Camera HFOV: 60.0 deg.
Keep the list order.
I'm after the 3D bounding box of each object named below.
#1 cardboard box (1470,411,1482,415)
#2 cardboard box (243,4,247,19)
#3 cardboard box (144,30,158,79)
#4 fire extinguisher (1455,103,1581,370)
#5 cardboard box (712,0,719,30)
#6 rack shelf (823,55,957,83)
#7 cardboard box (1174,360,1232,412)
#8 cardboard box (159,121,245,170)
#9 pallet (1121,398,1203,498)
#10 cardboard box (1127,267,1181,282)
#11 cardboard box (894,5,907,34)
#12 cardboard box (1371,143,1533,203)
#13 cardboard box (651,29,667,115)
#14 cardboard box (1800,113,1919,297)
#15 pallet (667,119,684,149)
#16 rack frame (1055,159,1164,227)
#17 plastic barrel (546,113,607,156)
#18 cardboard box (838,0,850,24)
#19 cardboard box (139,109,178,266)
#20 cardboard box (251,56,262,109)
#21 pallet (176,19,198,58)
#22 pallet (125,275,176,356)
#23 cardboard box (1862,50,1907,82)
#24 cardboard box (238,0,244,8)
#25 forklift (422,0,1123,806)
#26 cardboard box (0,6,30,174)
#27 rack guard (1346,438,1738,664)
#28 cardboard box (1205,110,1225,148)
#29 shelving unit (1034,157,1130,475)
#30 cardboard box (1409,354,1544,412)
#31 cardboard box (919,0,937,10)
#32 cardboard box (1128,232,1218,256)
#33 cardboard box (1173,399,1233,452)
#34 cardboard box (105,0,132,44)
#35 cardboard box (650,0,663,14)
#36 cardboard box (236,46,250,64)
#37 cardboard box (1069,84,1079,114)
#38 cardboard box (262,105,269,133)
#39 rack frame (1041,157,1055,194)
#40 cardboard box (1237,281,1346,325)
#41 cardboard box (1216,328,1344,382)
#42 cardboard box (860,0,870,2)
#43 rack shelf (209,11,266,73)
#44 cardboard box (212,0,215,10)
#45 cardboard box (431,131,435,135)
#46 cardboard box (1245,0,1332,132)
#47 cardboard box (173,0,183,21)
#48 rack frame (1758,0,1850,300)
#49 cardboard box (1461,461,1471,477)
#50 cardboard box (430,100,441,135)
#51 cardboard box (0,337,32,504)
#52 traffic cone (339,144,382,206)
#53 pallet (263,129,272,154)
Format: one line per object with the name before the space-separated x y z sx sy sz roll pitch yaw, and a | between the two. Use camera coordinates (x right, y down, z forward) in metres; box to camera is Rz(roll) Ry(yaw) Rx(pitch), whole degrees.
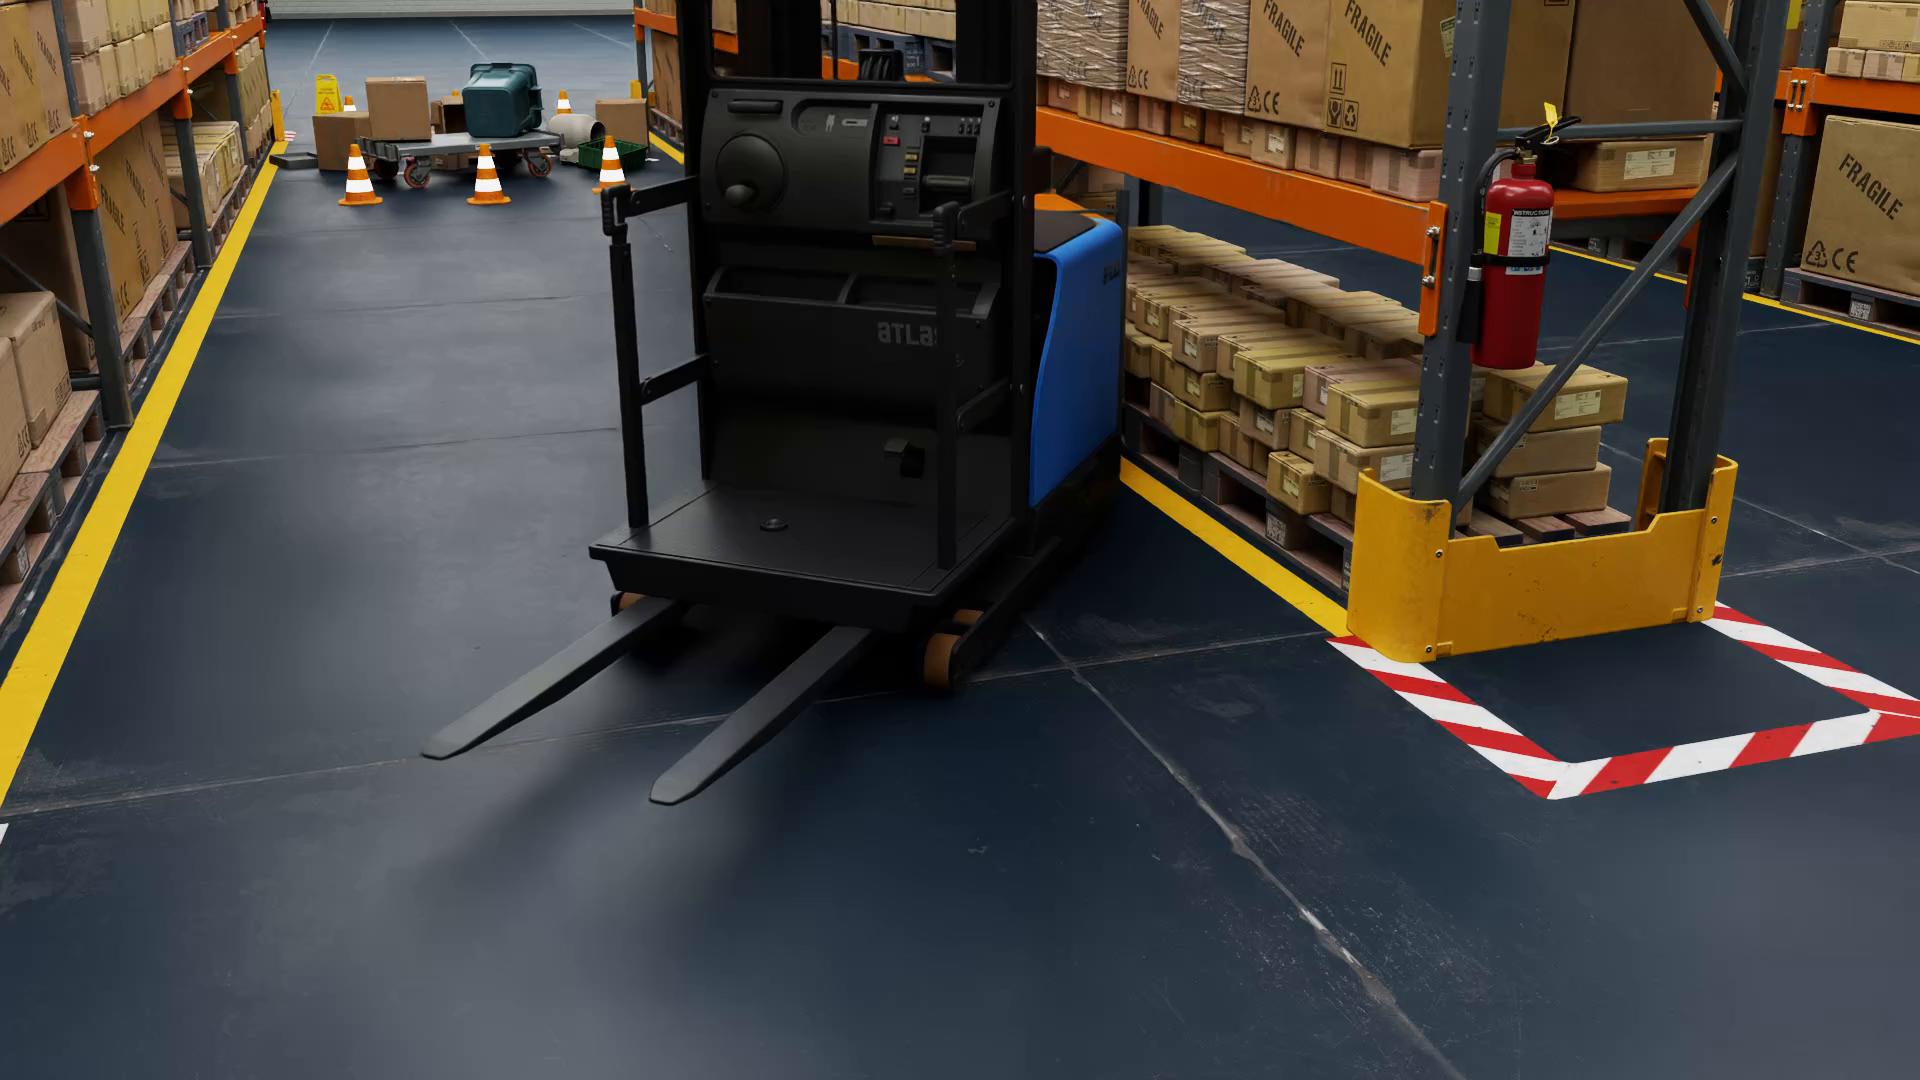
cardboard box | 1.860 -0.419 5.803 0.380 0.149 0.250 -6 21 -17
cardboard box | -7.094 -5.092 16.027 0.380 0.149 0.250 -7 21 -18
cardboard box | -4.645 -2.612 8.974 0.500 0.250 0.500 -7 21 -18
fire extinguisher | 1.454 -0.792 4.351 0.296 0.674 0.183 -6 21 -17
cardboard box | -1.889 -4.673 14.341 0.500 0.500 0.500 -6 21 -17
rack shelf | -0.073 -2.721 10.119 1.077 0.370 4.000 -6 21 -17
cardboard box | 1.036 -0.601 6.307 0.380 0.149 0.250 -6 21 -16
cardboard box | -6.459 -3.220 13.709 0.950 0.372 0.625 -6 21 -17
pallet | 1.188 -0.502 7.001 1.003 0.211 1.213 -6 21 -17
cardboard box | 0.730 -1.079 7.199 0.380 0.149 0.250 -6 21 -16
cardboard box | -0.169 -3.021 9.641 0.380 0.149 0.250 -5 20 -15
cardboard box | 1.442 -1.091 4.887 0.380 0.149 0.250 -6 21 -17
cardboard box | -2.940 -5.256 18.634 0.875 0.875 0.875 -6 21 -17
cardboard box | 5.428 -1.890 9.262 0.875 0.875 0.875 -6 21 -17
pallet | -2.511 -4.317 17.624 1.003 0.211 1.213 -6 21 -17
rack frame | 0.556 -2.418 8.211 1.000 3.000 0.127 -6 21 -17
plastic barrel | -3.771 -3.974 16.353 0.512 0.421 0.421 8 21 20
cardboard box | -0.583 -3.443 10.816 0.380 0.149 0.250 -5 20 -14
cardboard box | -5.231 -2.110 9.876 0.875 0.875 0.875 -7 21 -18
cardboard box | -7.065 -4.408 16.087 0.500 0.500 0.500 -7 21 -18
pallet | -5.694 -3.270 10.867 1.213 0.211 1.003 -6 21 -17
pallet | -4.813 -1.179 8.886 1.003 0.211 1.213 -6 21 -17
cardboard box | 5.156 -2.580 9.033 0.380 0.149 0.250 -7 21 -19
cardboard box | -6.825 -5.106 15.106 0.500 0.500 0.500 -7 21 -18
forklift | -0.405 -1.109 4.668 1.130 2.935 3.031 7 21 20
cardboard box | -3.384 -1.461 5.398 0.500 0.500 0.500 -7 21 -18
rack guard | 1.789 0.018 5.127 1.175 0.500 0.348 -6 21 -17
cardboard box | 1.121 -1.513 6.064 0.380 0.149 0.250 -7 21 -19
shelving unit | 0.278 -0.943 6.878 0.538 1.125 1.048 -4 20 -12
cardboard box | 1.770 -0.550 5.727 0.380 0.149 0.250 -6 21 -16
cardboard box | -0.006 -2.996 9.129 0.380 0.149 0.250 -7 21 -19
cardboard box | 1.033 -1.389 8.064 0.380 0.149 0.250 -6 21 -17
cardboard box | 1.042 -0.456 6.344 0.380 0.149 0.250 -7 21 -20
cardboard box | -4.306 -2.524 7.990 0.500 0.250 0.500 -6 21 -17
cardboard box | -2.806 -5.858 17.566 0.875 0.550 0.550 -6 21 -17
cardboard box | -6.701 -4.418 15.156 0.380 0.149 0.250 -6 20 -15
cardboard box | 0.699 -1.931 7.227 0.380 0.149 0.250 -7 21 -20
cardboard box | -7.218 -4.216 16.663 0.500 0.250 0.500 -6 21 -17
rack frame | 0.163 -1.110 7.344 0.500 1.125 0.032 -4 20 -12
cardboard box | 1.369 -0.965 6.882 0.380 0.149 0.250 -6 21 -17
cardboard box | 1.158 -0.659 6.031 0.380 0.149 0.250 -7 21 -19
cardboard box | -0.409 -3.411 10.287 0.380 0.149 0.250 -6 21 -17
rack shelf | -7.255 -4.730 15.712 1.077 0.370 4.000 -6 21 -17
cardboard box | -6.021 -4.205 12.936 0.380 0.149 0.250 -7 21 -18
cardboard box | -5.554 -4.163 17.286 0.380 0.149 0.250 4 20 11
cardboard box | 1.271 -1.604 5.357 0.500 0.500 0.500 -7 21 -18
cardboard box | -5.394 -3.534 11.067 0.380 0.149 0.250 -8 21 -21
rack frame | 5.296 -2.912 9.588 1.000 3.000 0.127 -6 21 -17
cardboard box | 1.792 -0.268 5.820 0.380 0.149 0.250 -6 21 -17
cardboard box | -4.928 -4.241 16.979 0.637 0.503 0.797 12 23 30
cardboard box | -3.734 -0.351 5.626 0.875 0.438 0.875 -7 21 -19
traffic cone | -4.907 -2.984 13.539 0.336 0.463 0.334 -6 21 -17
pallet | -7.638 -4.109 17.045 1.003 0.211 1.213 -6 21 -17
